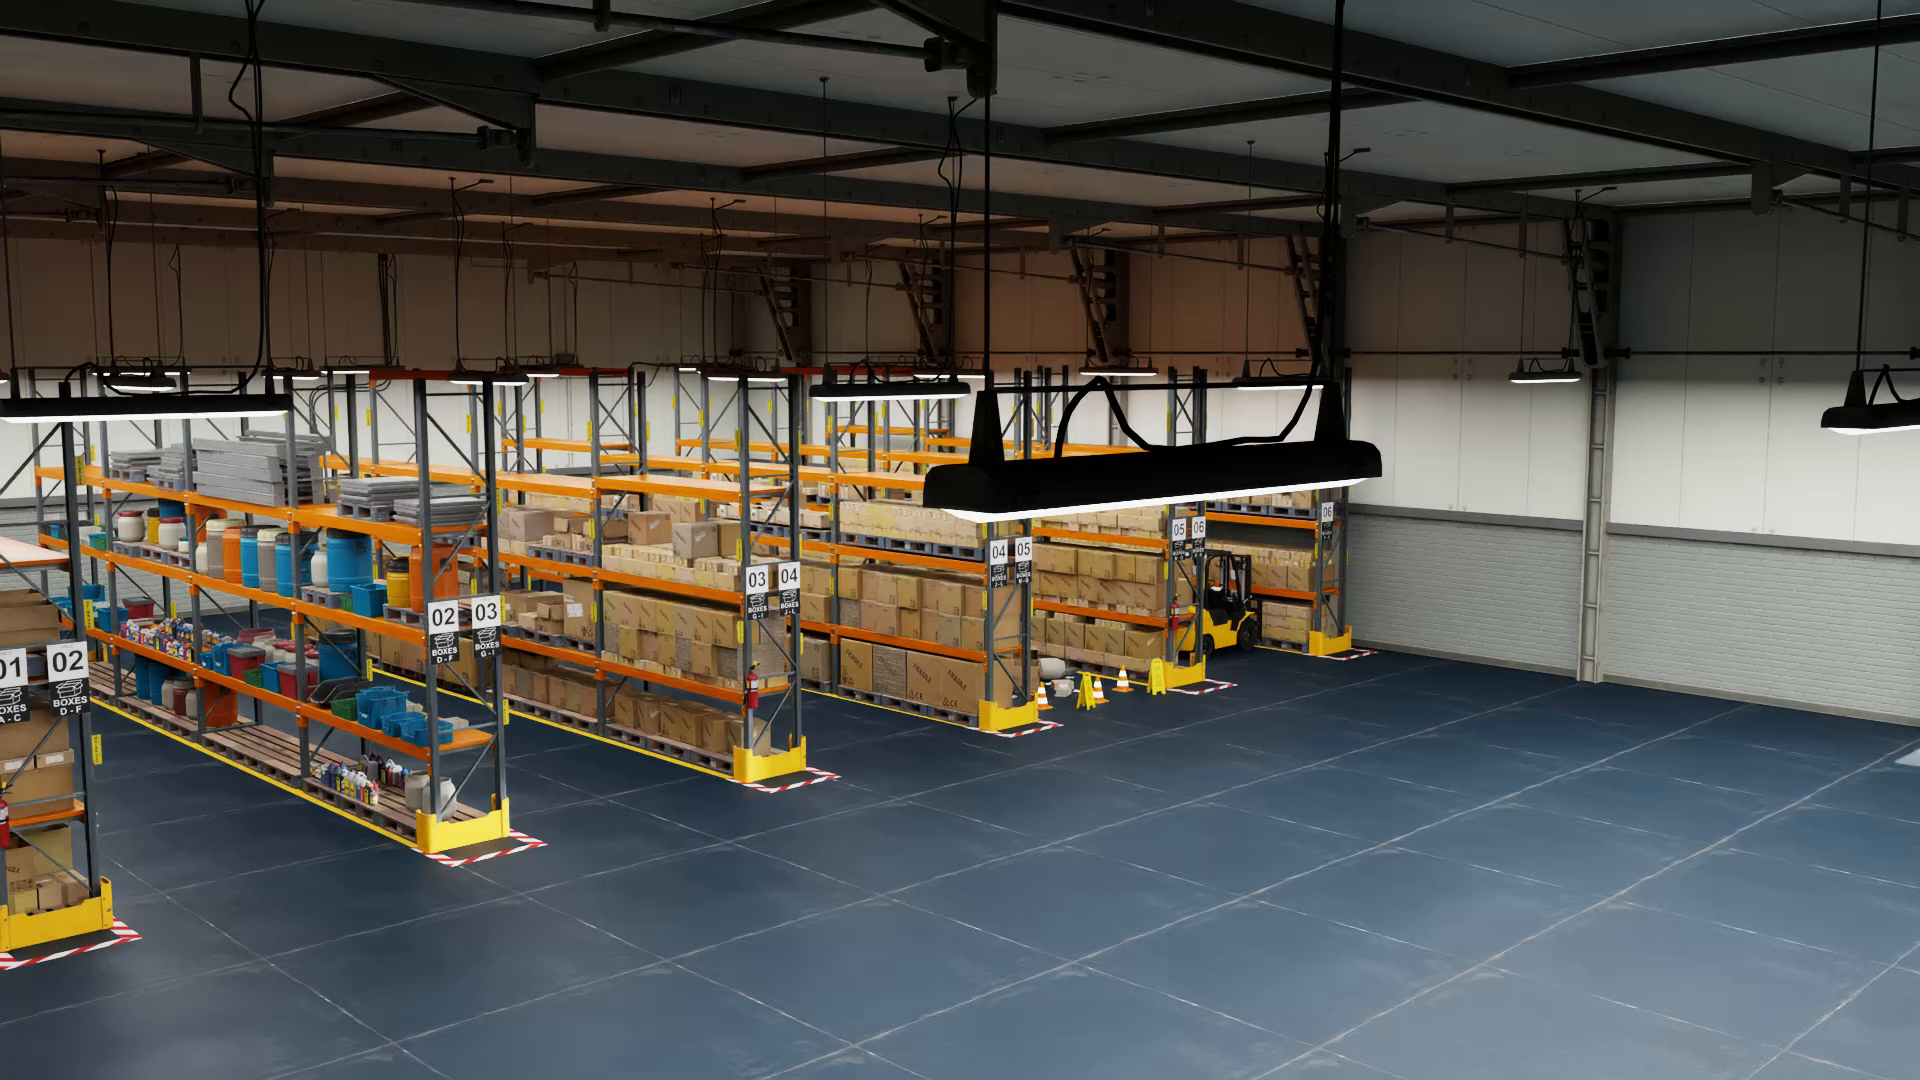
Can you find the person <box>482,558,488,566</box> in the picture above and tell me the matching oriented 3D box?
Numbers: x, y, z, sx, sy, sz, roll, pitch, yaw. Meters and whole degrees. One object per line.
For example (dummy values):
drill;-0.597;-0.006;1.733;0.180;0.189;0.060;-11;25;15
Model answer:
person;-12.354;0.691;42.943;0.666;1.573;0.423;-1;6;-6
